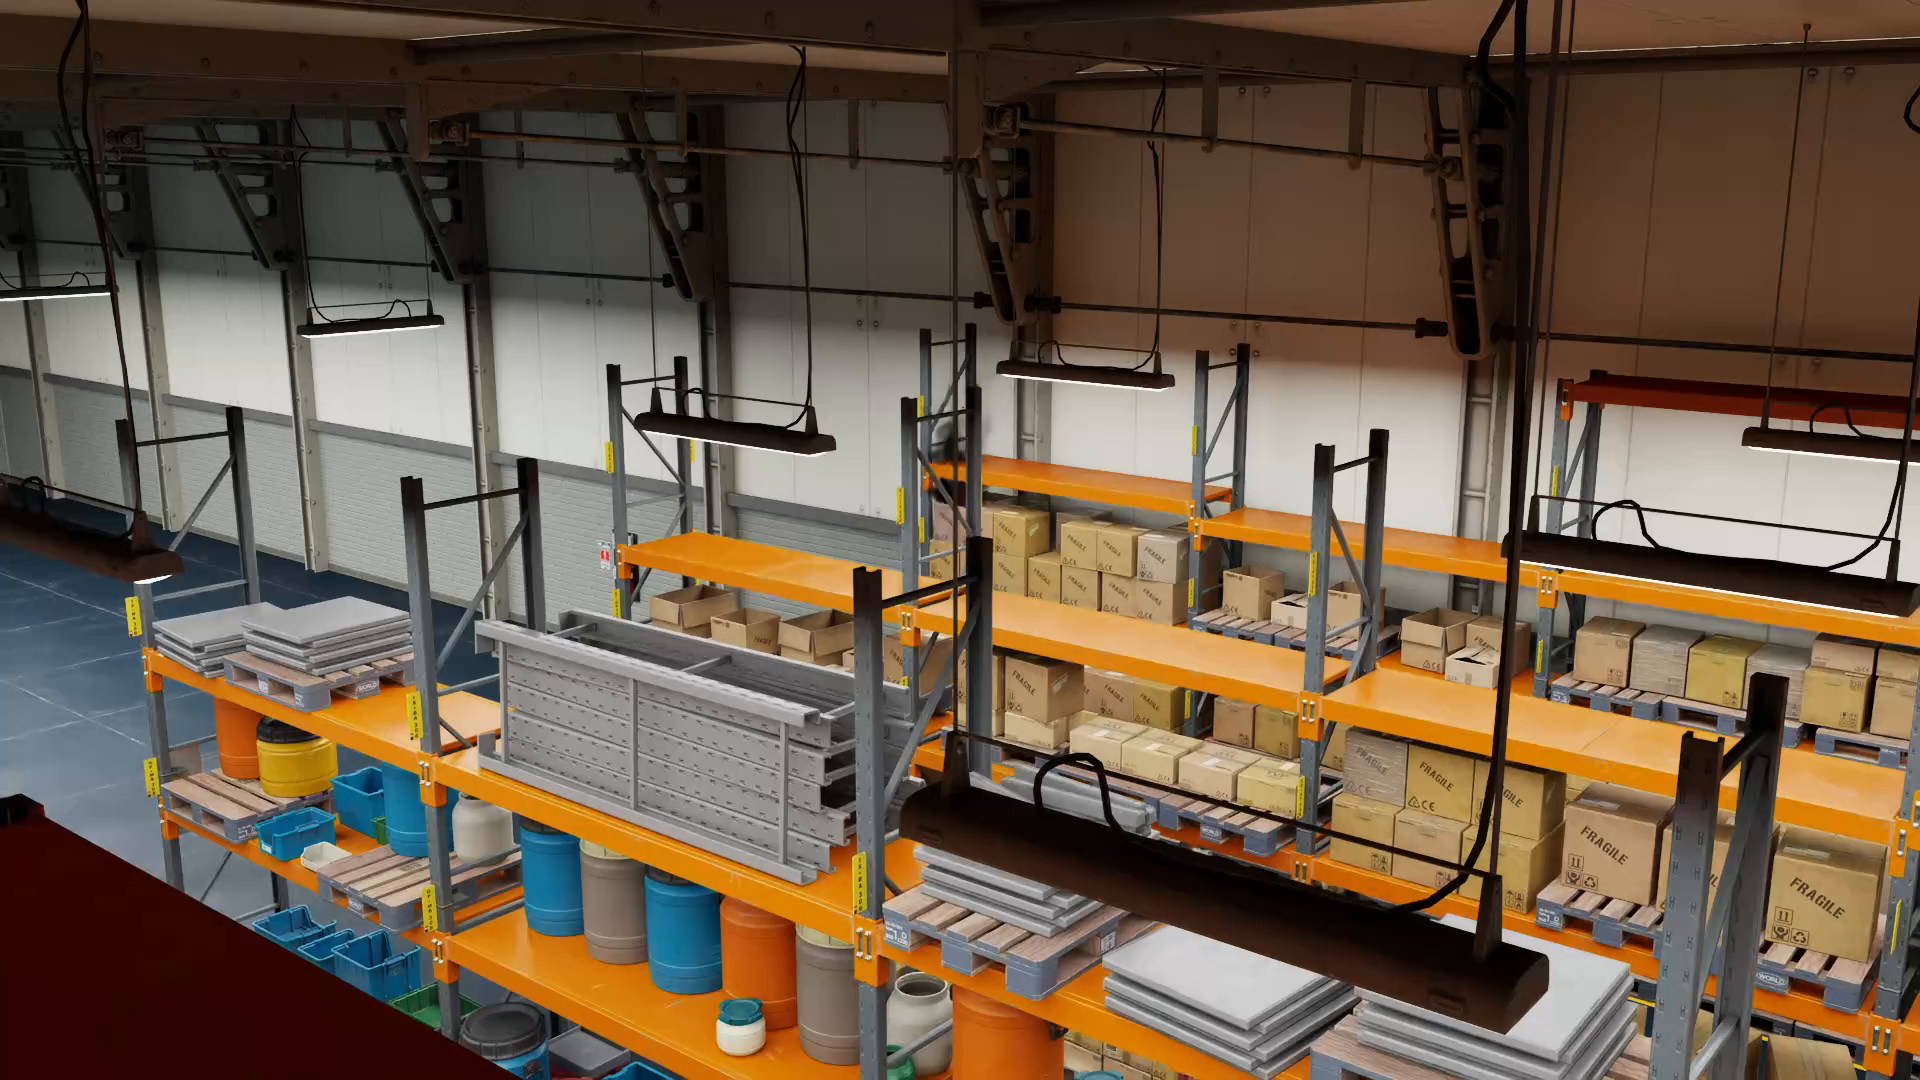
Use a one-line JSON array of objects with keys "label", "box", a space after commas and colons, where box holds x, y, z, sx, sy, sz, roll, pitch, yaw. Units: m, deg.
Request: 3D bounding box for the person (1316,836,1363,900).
[{"label": "person", "box": [3.689, 3.658, 16.002, 0.845, 1.826, 0.662, 8, 15, 32]}]

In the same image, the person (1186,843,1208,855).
[{"label": "person", "box": [2.324, 3.589, 16.609, 0.924, 1.650, 0.570, 7, 15, 29]}]
